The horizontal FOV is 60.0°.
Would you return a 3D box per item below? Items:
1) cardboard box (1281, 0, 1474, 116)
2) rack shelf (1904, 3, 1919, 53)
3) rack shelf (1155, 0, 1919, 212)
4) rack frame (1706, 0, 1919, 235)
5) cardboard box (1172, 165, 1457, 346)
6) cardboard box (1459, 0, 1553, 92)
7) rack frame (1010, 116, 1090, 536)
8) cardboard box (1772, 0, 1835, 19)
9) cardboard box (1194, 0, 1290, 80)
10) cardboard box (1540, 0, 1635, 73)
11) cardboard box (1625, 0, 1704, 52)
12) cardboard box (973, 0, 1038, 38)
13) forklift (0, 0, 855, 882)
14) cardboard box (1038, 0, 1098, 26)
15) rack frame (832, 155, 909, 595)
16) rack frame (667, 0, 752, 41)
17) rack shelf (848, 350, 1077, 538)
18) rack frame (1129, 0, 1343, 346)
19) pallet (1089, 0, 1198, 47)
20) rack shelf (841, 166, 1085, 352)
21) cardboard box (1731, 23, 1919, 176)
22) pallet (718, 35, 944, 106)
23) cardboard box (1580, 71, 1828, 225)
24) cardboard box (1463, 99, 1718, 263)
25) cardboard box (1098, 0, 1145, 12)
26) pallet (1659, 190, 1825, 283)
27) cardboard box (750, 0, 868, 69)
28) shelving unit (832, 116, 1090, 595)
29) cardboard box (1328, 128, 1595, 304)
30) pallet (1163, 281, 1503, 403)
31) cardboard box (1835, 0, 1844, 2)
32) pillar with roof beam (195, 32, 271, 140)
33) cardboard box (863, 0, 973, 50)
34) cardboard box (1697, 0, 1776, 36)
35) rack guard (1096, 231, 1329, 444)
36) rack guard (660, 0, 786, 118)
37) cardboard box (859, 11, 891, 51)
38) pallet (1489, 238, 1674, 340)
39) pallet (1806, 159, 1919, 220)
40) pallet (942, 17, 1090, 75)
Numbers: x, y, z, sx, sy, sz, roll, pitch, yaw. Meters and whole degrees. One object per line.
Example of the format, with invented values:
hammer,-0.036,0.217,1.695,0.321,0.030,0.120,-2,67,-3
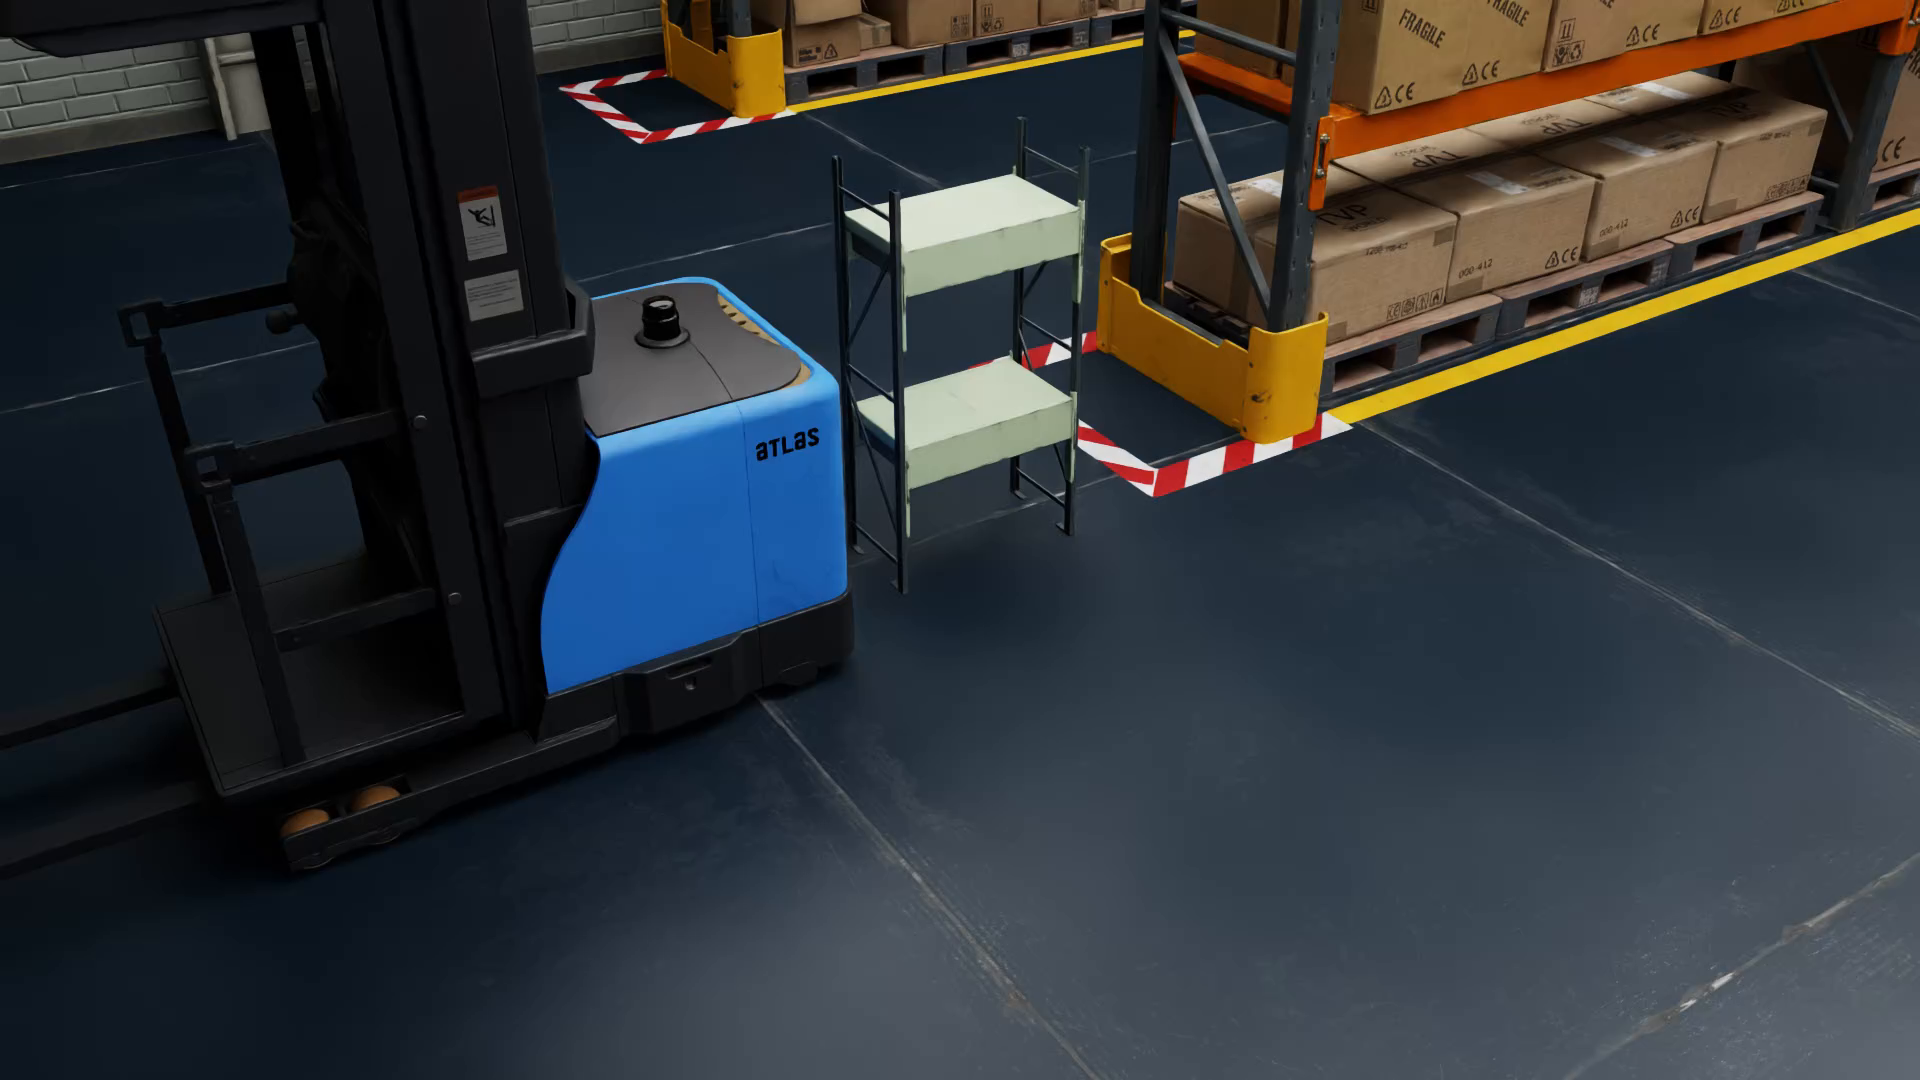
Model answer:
cardboard box,1.643,-2.022,6.550,0.500,0.500,0.500,-19,37,-28
rack shelf,6.127,-3.400,9.502,4.000,0.370,1.077,-19,37,-27
rack shelf,2.765,-2.243,7.669,4.000,0.370,1.077,-19,37,-27
rack frame,4.446,-3.126,8.394,0.127,3.000,1.000,-19,37,-27
cardboard box,1.584,-1.299,7.506,0.875,0.438,0.875,-20,38,-29
cardboard box,2.053,-2.180,6.801,0.500,0.500,0.500,-20,37,-28
rack frame,0.313,-0.742,6.021,0.023,1.500,0.400,-19,37,-27
cardboard box,3.765,-2.768,7.733,0.500,0.500,0.500,-20,37,-28
cardboard box,1.346,-2.270,6.943,0.500,0.500,0.500,-19,37,-27
cardboard box,2.490,-2.319,7.022,0.500,0.500,0.500,-19,37,-28
cardboard box,2.902,-2.472,7.263,0.500,0.500,0.500,-18,36,-26
cardboard box,0.195,-3.787,11.391,0.500,0.500,0.500,-18,37,-26
forklift,-1.876,-0.623,4.490,3.031,2.935,1.130,-18,37,-26
cardboard box,0.569,-3.979,11.695,0.500,0.500,0.700,-20,38,-29
rack frame,-0.302,-0.530,5.685,0.023,1.500,0.400,-19,37,-27
rack frame,-1.609,-4.194,10.087,0.127,3.000,1.000,-19,37,-27
rack shelf,0.006,-0.361,6.027,0.720,0.370,0.431,-19,37,-27
rack frame,1.084,-1.969,6.561,0.127,3.000,1.000,-19,37,-27
pallet,1.176,-3.973,12.351,1.213,0.211,1.003,-19,37,-27
rack shelf,0.006,-0.966,5.645,0.720,0.370,0.431,-19,37,-27
cardboard box,4.924,-2.620,9.189,0.875,0.875,0.875,-18,36,-26
pallet,-0.875,-3.268,11.232,1.213,0.211,1.003,-19,37,-27
cardboard box,3.860,-2.086,8.754,0.875,0.438,0.875,-20,37,-28
cardboard box,3.108,-1.827,8.343,0.875,0.438,0.875,-20,37,-29
cardboard box,1.144,-3.976,11.910,0.258,0.266,0.396,-18,36,-26
pallet,3.764,-1.762,8.845,1.213,0.211,1.003,-19,37,-27
cardboard box,-1.043,-3.450,10.854,0.637,0.503,0.797,-21,38,-29
shelving unit,0.006,-0.636,5.853,0.755,1.500,0.431,-19,37,-27
cardboard box,2.349,-1.567,7.931,0.875,0.438,0.875,-18,36,-26
pallet,1.713,-1.056,7.727,1.213,0.211,1.003,-19,37,-27
cardboard box,4.194,-2.919,7.973,0.500,0.500,0.500,-19,37,-27
pillar with roof beam,-2.031,-4.426,4.832,0.400,9.000,9.100,-19,37,-27
cardboard box,-0.304,-3.679,11.219,0.500,0.500,0.700,-17,36,-25
cardboard box,3.350,-2.616,7.492,0.500,0.500,0.500,-20,37,-28
rack guard,1.064,-0.905,7.217,0.348,0.500,1.175,-19,37,-27
rack guard,-1.545,-3.159,10.789,0.348,0.500,1.175,-19,37,-27
cardboard box,-0.665,-3.406,11.116,0.250,0.149,0.380,-21,38,-29
pallet,2.738,-1.407,8.282,1.213,0.211,1.003,-19,37,-27
pallet,5.054,-2.203,9.545,1.213,0.211,1.003,-19,37,-27
pallet,0.149,-3.618,11.788,1.213,0.211,1.003,-19,37,-27
